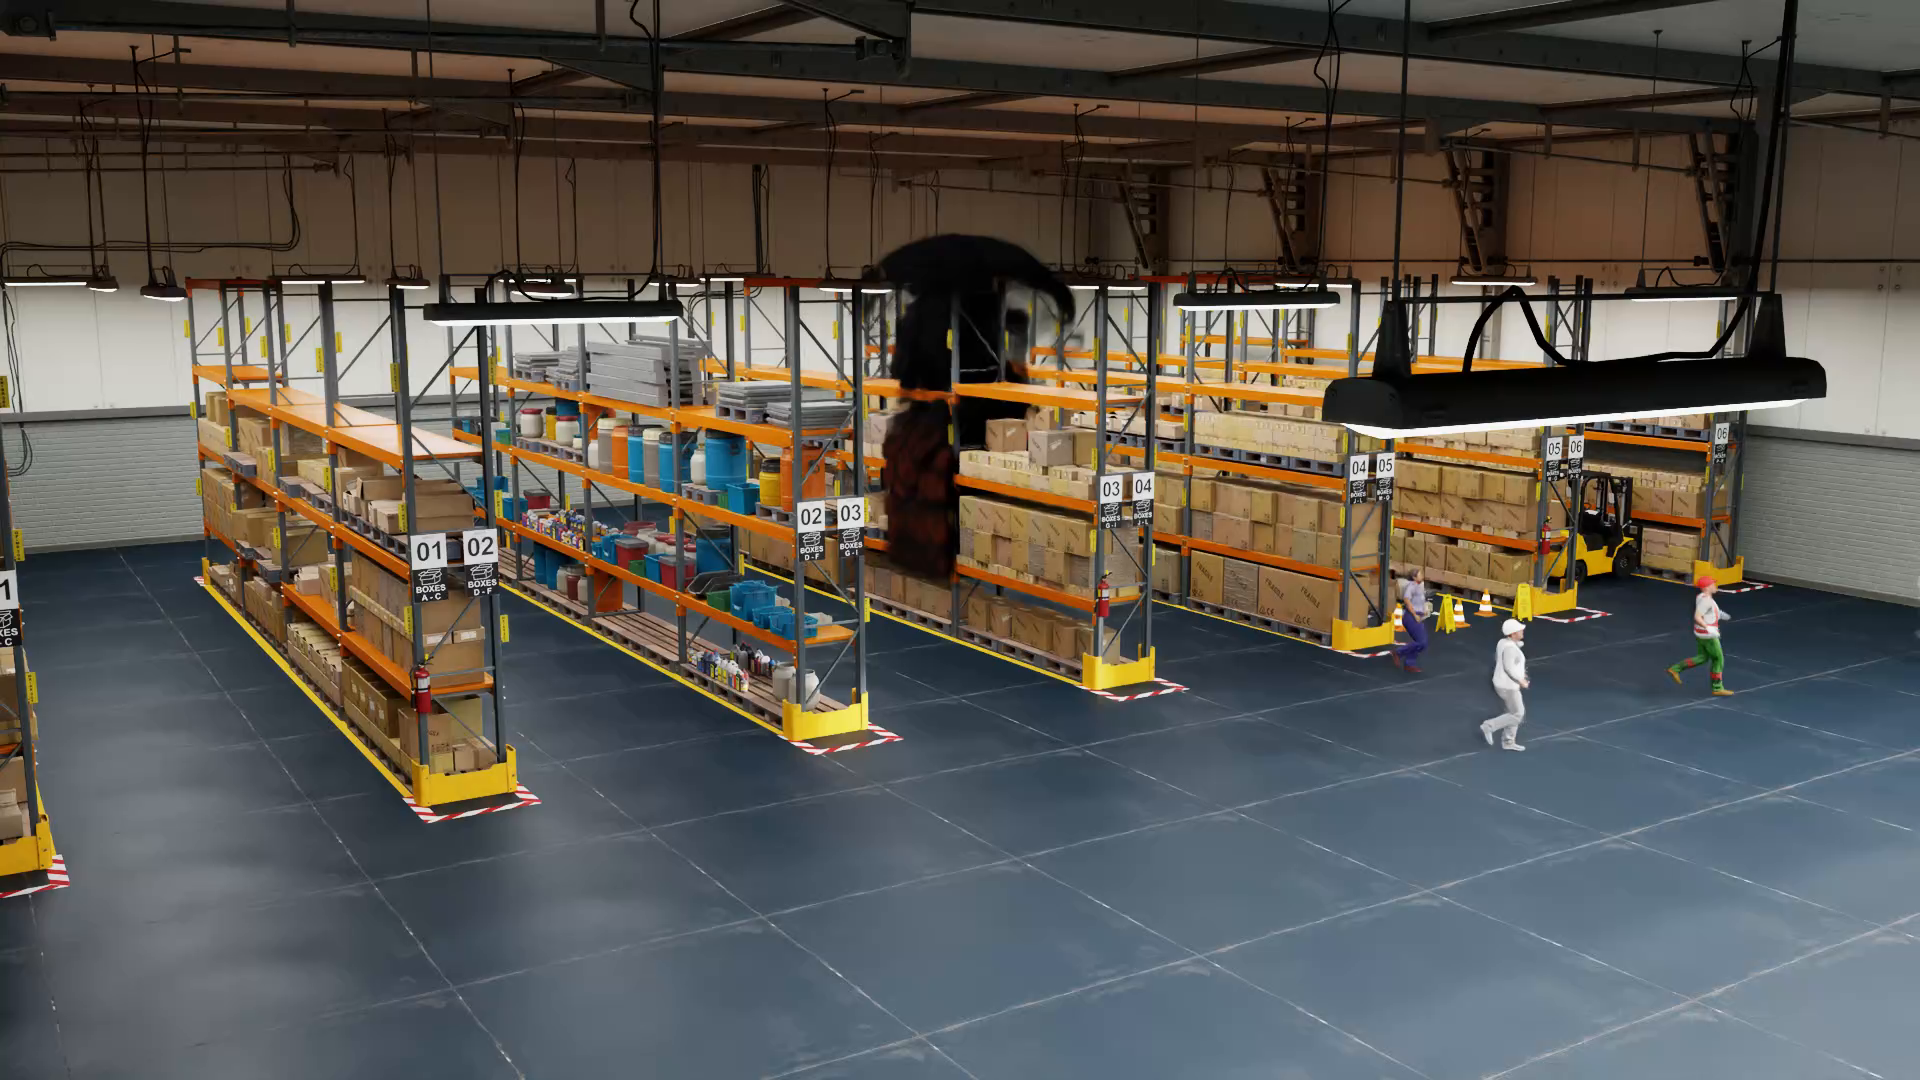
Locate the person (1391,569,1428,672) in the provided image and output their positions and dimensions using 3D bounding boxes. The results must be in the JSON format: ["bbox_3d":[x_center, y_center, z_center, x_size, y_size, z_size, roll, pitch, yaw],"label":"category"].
[{"bbox_3d":[7.013,1.239,25.911,0.539,1.596,0.656,2,10,13],"label":"person"}]

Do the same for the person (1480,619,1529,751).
[{"bbox_3d":[7.083,1.885,21.641,0.645,1.752,0.662,1,10,4],"label":"person"}]

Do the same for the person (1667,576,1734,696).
[{"bbox_3d":[10.915,1.396,24.392,0.914,1.765,0.670,2,10,14],"label":"person"}]
